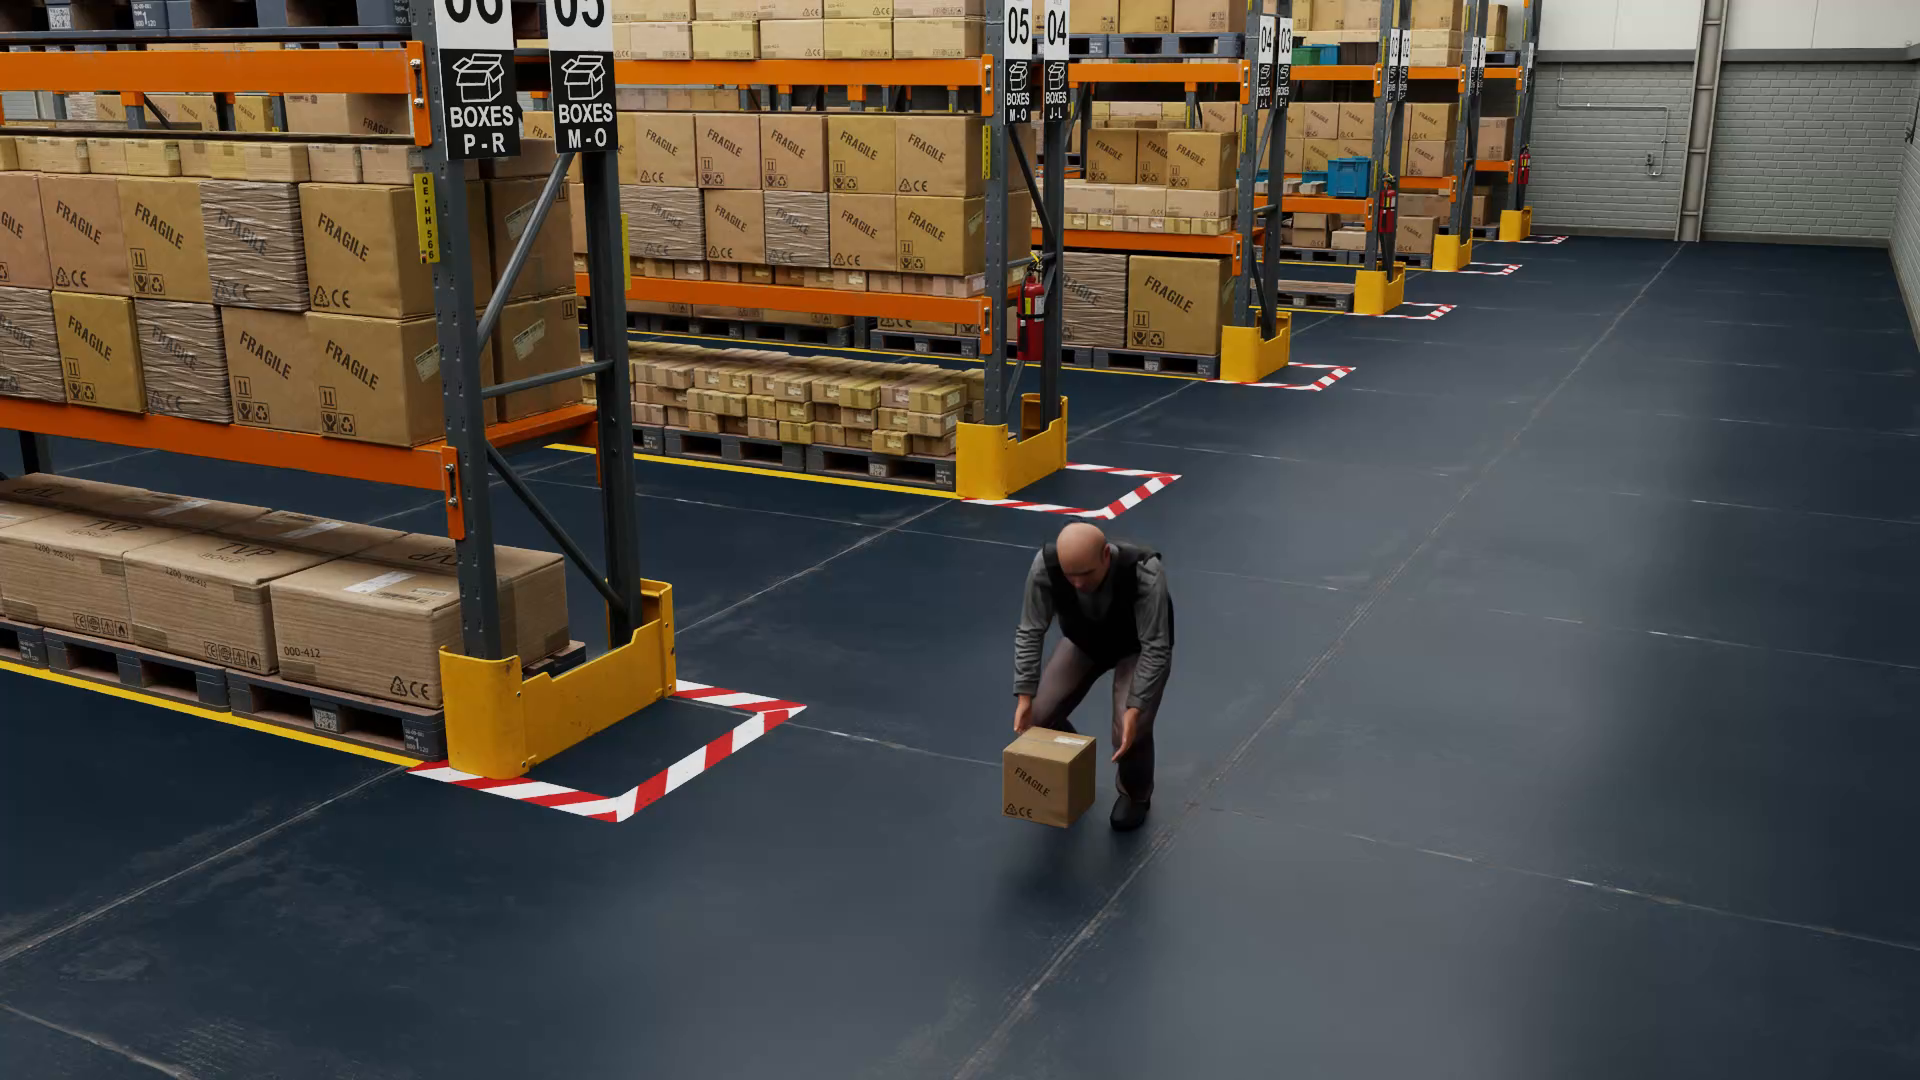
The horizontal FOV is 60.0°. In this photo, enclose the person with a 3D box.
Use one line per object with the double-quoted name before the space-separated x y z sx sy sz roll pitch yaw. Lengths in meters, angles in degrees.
"person" 0.539 0.464 6.131 0.583 1.225 0.789 8 17 26
